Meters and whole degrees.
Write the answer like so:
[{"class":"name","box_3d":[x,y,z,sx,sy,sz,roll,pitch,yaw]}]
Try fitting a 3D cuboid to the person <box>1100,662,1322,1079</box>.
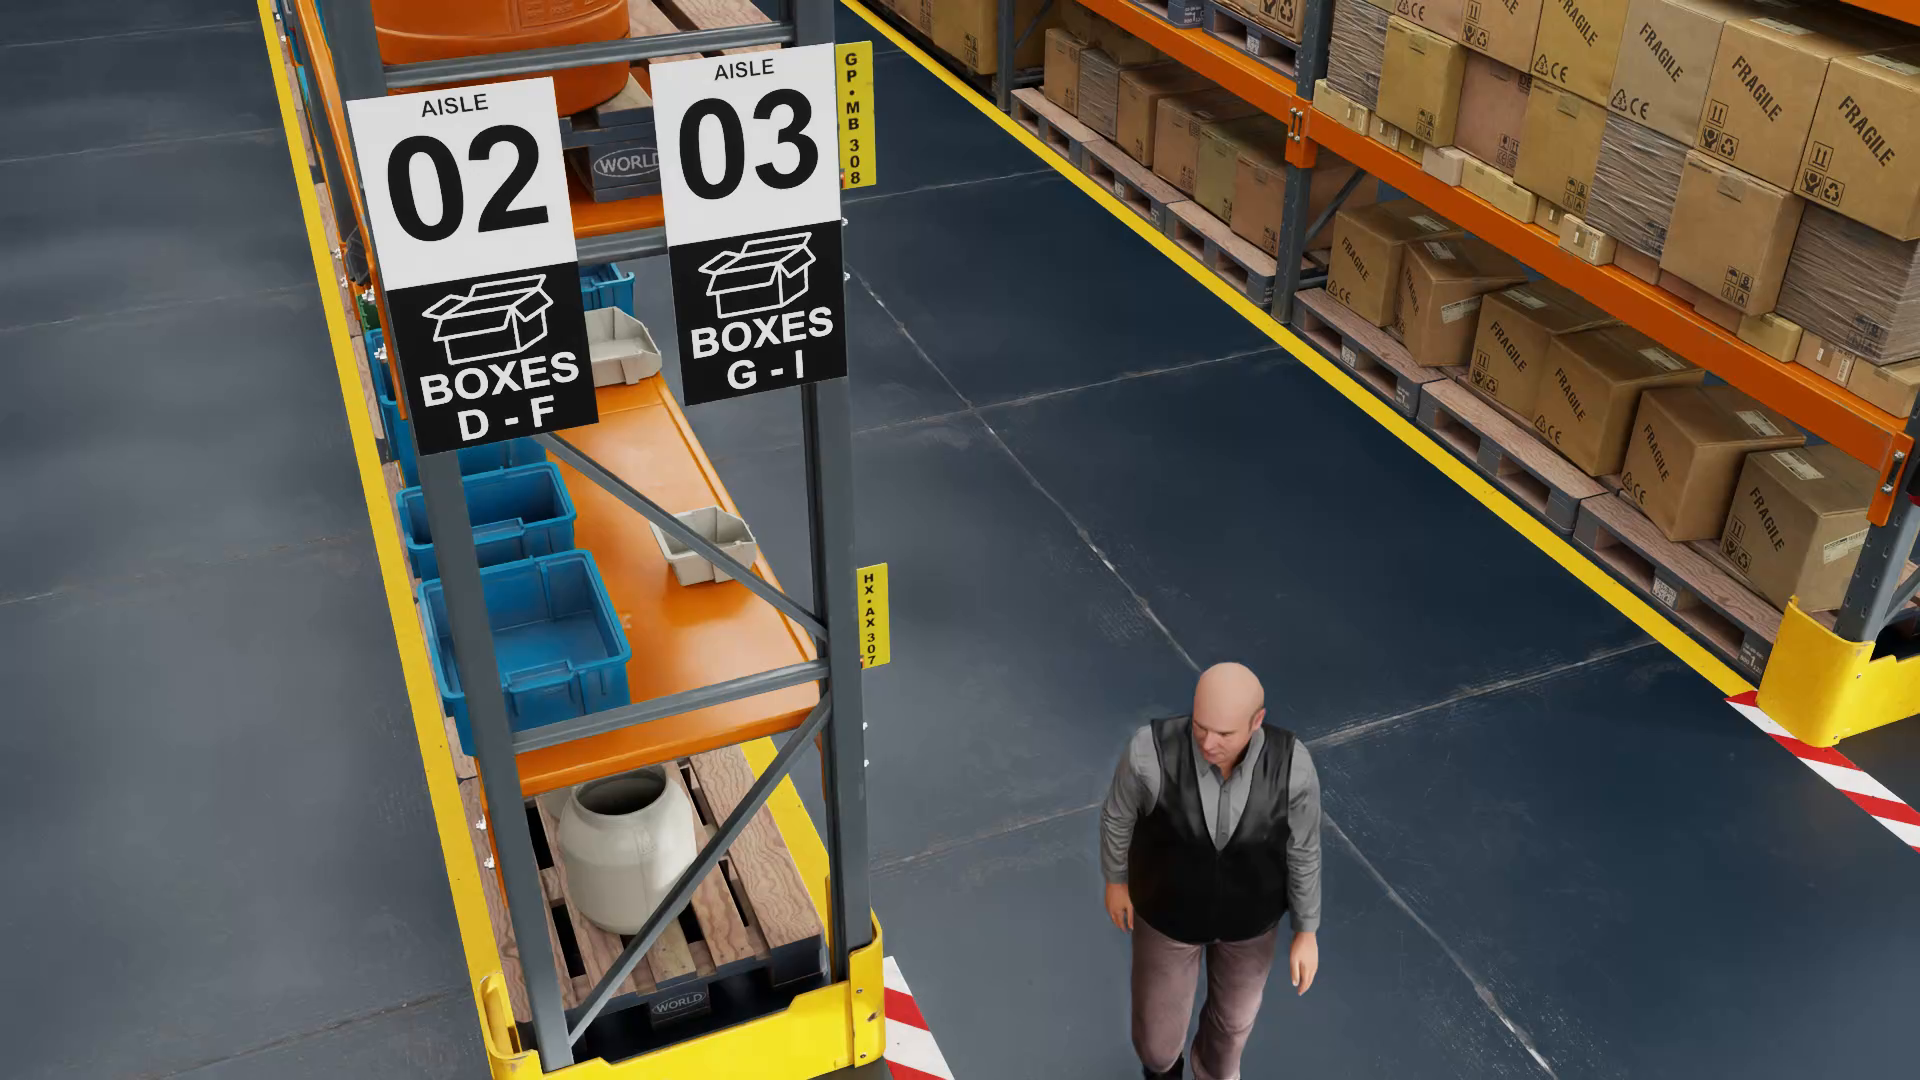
[{"class":"person","box_3d":[0.674,1.015,4.585,0.584,1.720,0.474,-1,33,-1]}]
